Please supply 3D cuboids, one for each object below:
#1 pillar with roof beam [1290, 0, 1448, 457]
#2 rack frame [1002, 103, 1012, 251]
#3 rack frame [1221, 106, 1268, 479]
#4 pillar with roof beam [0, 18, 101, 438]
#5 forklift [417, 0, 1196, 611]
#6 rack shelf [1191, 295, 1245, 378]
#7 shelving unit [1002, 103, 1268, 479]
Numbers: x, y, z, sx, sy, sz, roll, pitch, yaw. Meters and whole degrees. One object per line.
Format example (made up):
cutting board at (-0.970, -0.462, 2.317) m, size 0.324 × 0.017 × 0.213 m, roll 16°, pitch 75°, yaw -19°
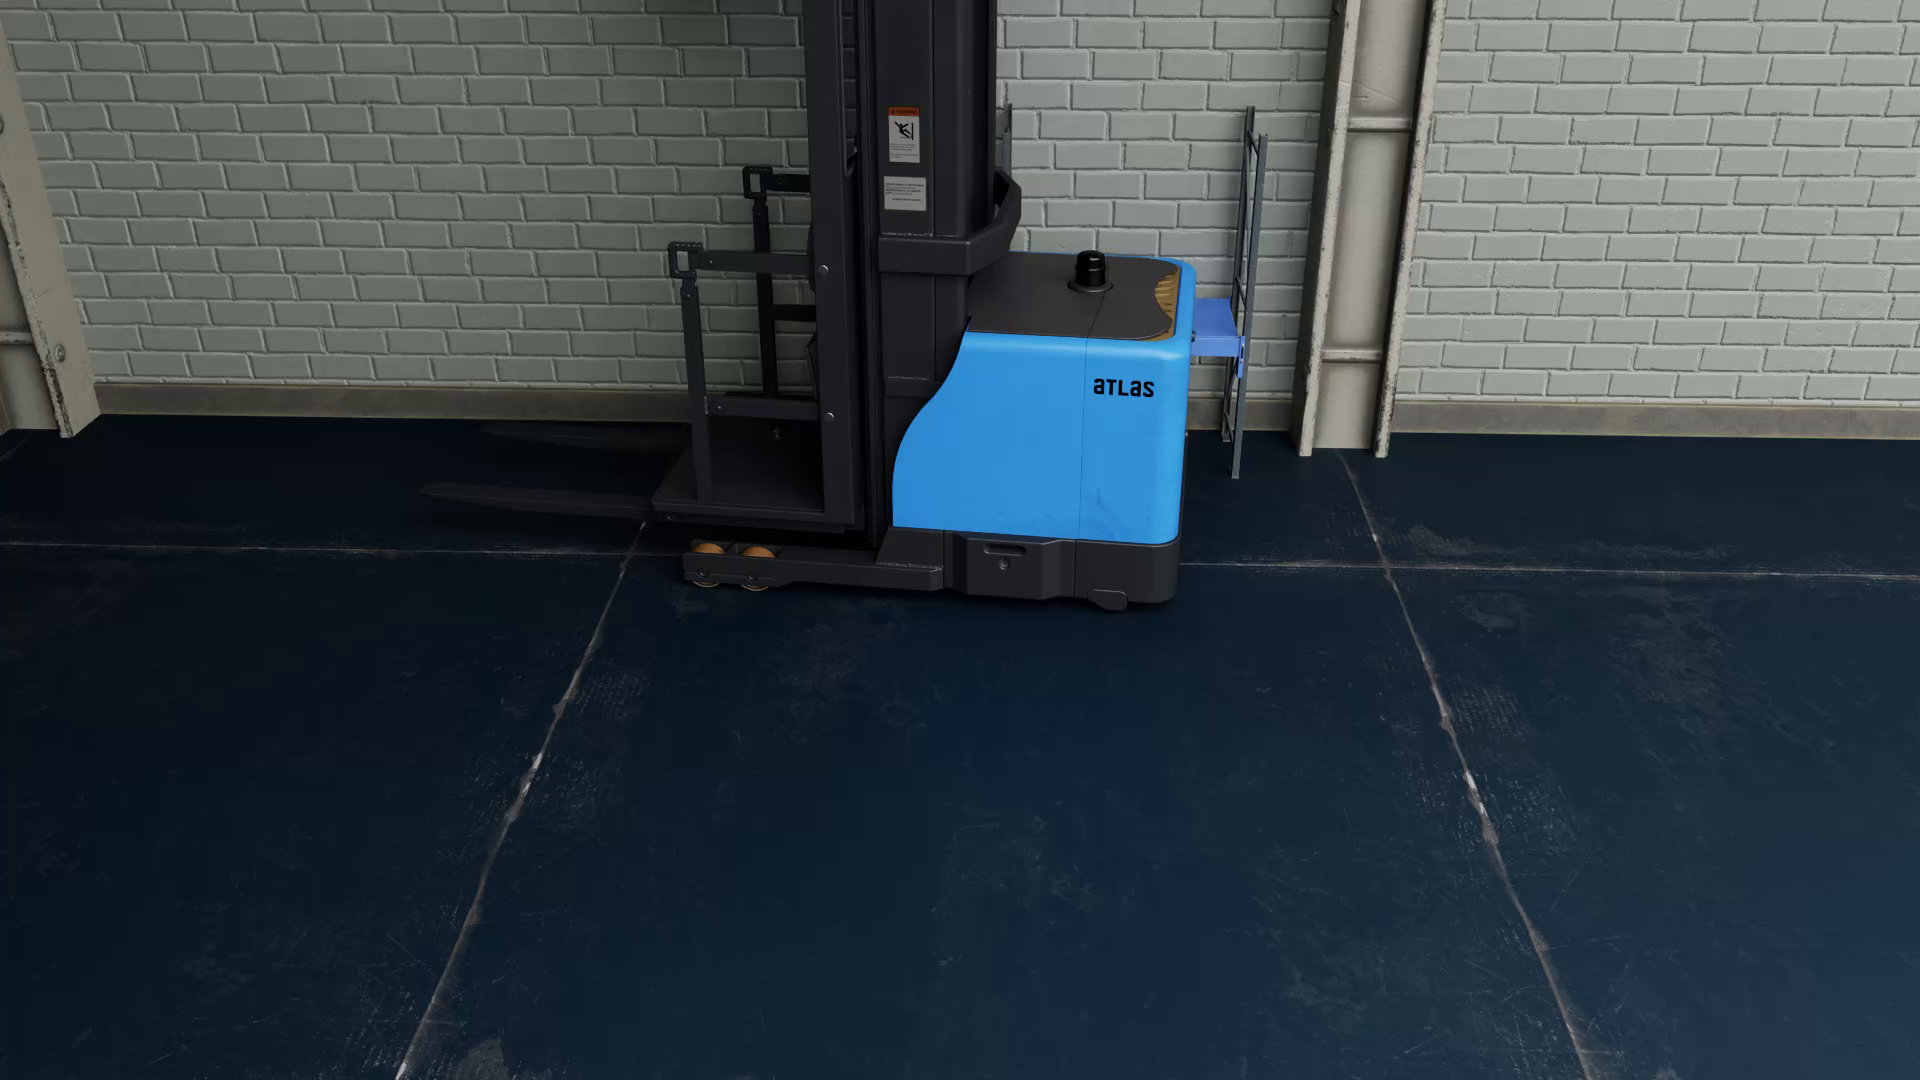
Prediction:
pillar with roof beam at (1.571, -2.408, 1.684) m, size 0.400 × 9.000 × 9.100 m, roll 1°, pitch 28°, yaw 2°
rack frame at (0.195, -1.066, 7.160) m, size 0.032 × 1.500 × 0.500 m, roll 1°, pitch 28°, yaw 2°
rack frame at (1.210, -1.045, 7.119) m, size 0.032 × 1.500 × 0.500 m, roll 1°, pitch 28°, yaw 2°
pillar with roof beam at (-4.426, -2.507, 1.871) m, size 0.400 × 9.000 × 9.100 m, roll 1°, pitch 28°, yaw 2°
forklift at (-0.622, -1.339, 6.146) m, size 3.031 × 2.935 × 1.130 m, roll 4°, pitch 28°, yaw 8°
rack shelf at (0.702, -0.897, 7.224) m, size 1.000 × 0.185 × 0.538 m, roll 1°, pitch 28°, yaw 2°
shelving unit at (0.702, -1.056, 7.140) m, size 1.048 × 1.500 × 0.538 m, roll 1°, pitch 28°, yaw 2°
